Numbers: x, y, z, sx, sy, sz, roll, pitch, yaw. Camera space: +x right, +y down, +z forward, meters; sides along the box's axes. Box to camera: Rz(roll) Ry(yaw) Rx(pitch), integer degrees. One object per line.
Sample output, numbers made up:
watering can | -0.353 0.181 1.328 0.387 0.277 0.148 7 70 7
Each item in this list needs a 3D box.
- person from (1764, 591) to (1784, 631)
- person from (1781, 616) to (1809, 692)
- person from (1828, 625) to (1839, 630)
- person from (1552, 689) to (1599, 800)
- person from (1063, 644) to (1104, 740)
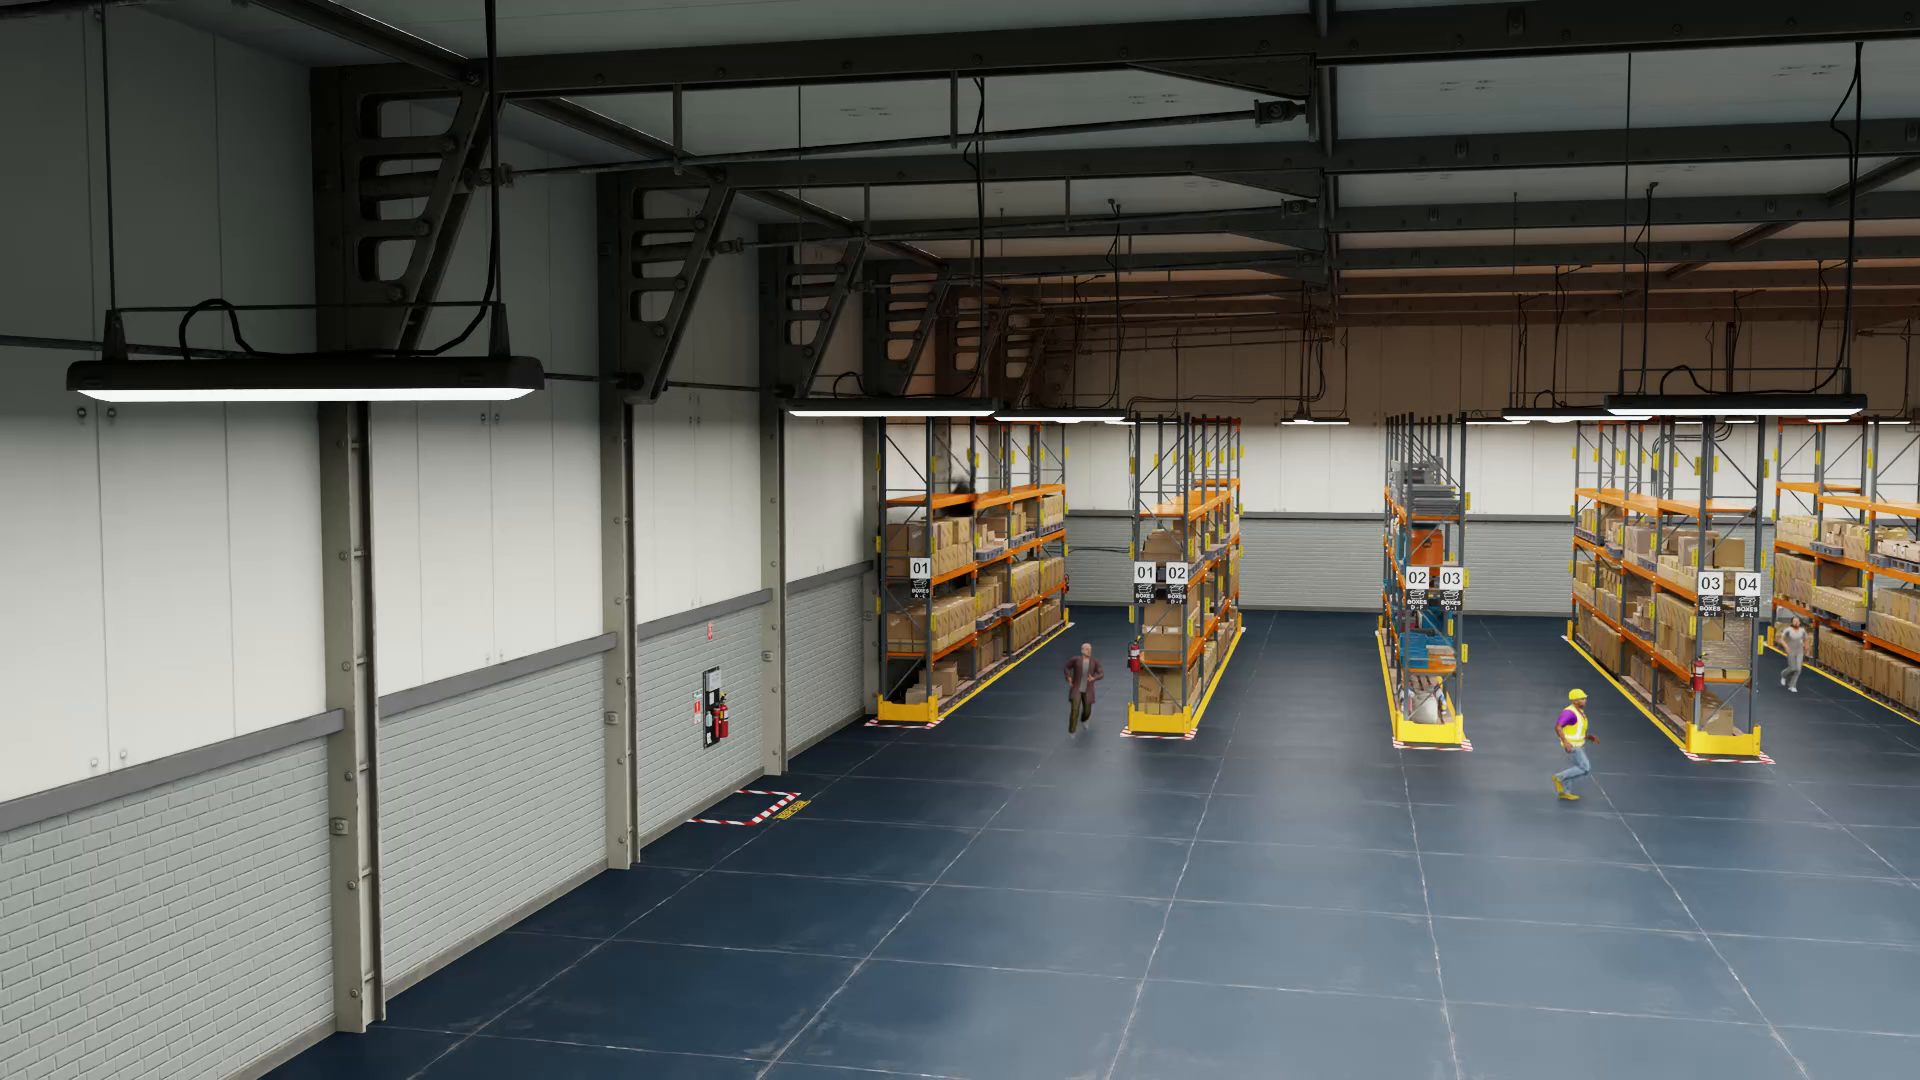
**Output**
person | 22.040 1.847 44.915 0.546 1.659 0.631 0 4 -4
person | 18.165 2.468 36.179 0.560 1.639 0.605 1 4 8
person | 23.052 1.913 43.796 0.690 1.700 0.555 -2 4 -23
person | 9.443 3.139 25.500 0.620 1.712 0.695 3 5 36
person | 2.303 2.793 30.931 0.739 1.738 0.879 0 4 -2
